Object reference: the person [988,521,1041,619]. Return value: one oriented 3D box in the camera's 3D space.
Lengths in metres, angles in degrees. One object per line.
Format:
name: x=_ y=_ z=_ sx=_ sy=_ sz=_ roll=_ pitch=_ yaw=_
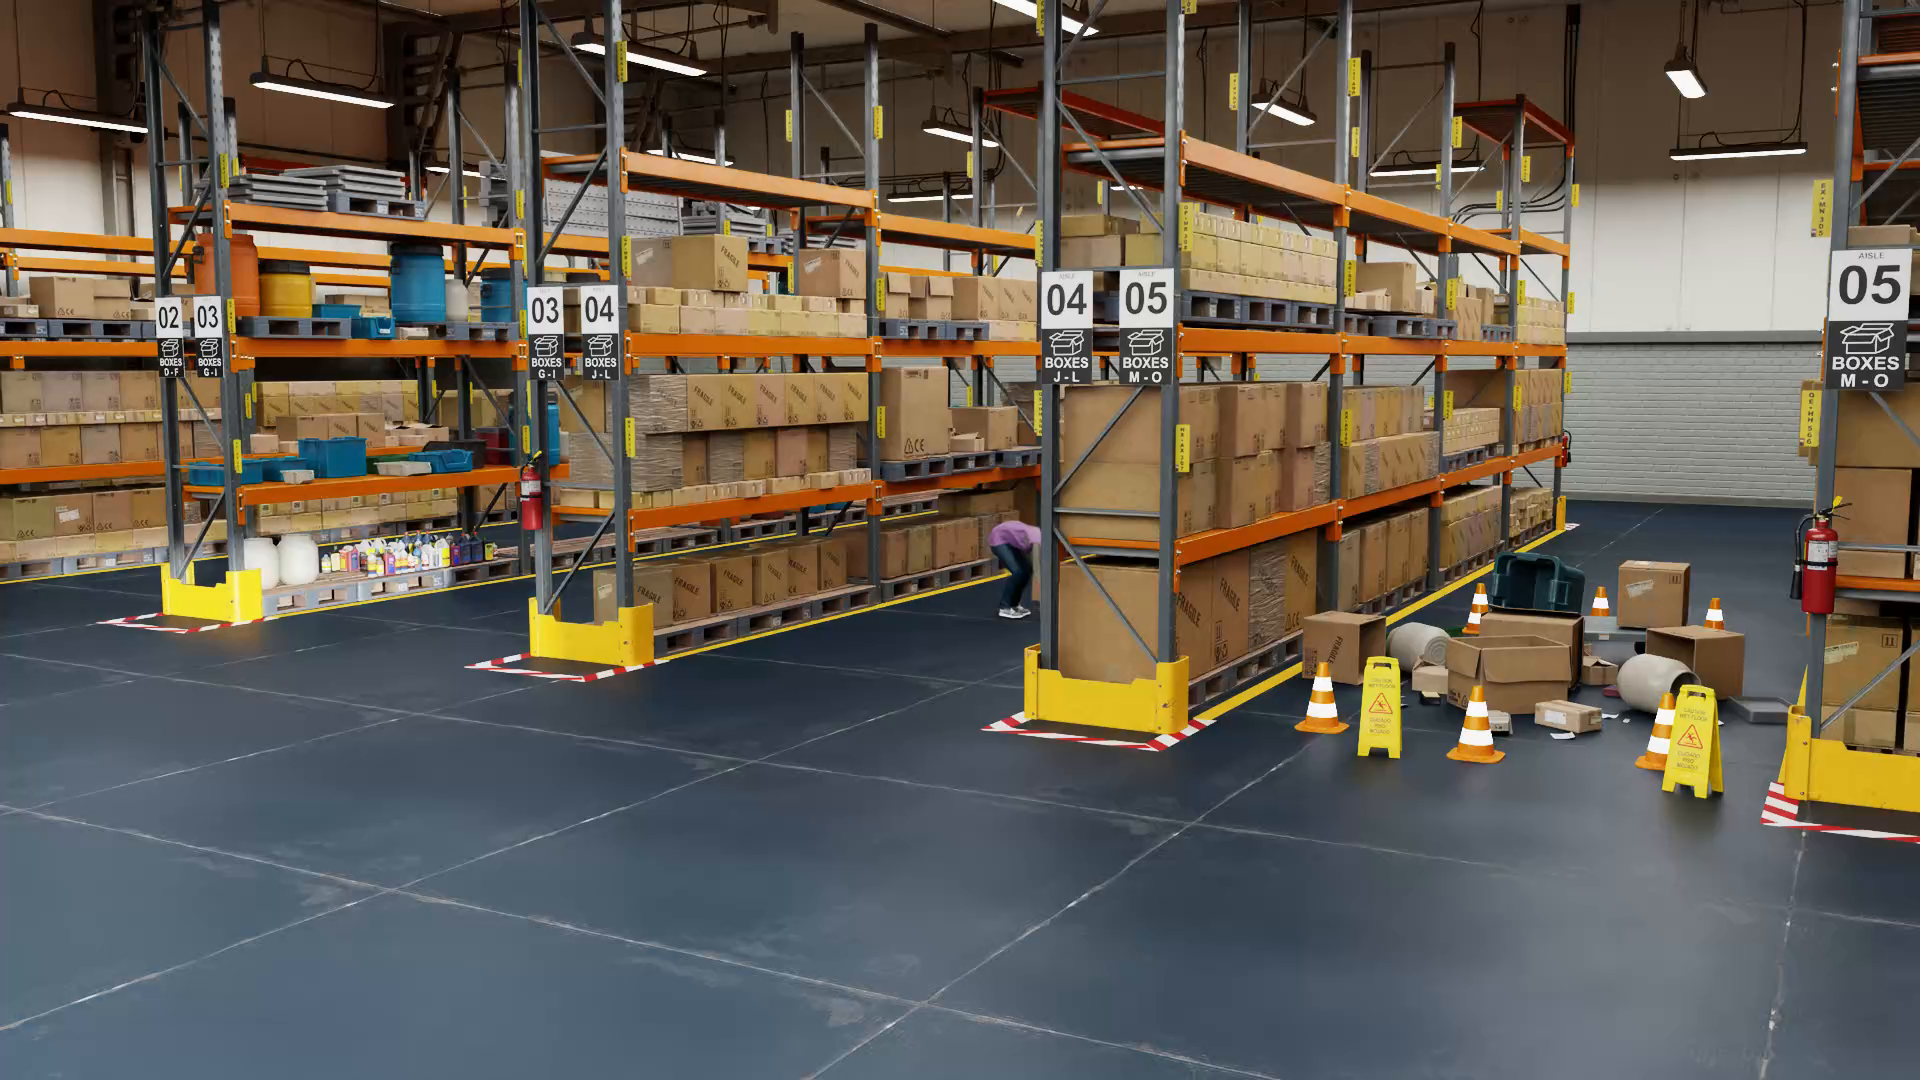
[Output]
person: x=0.696 y=0.301 z=16.701 sx=0.869 sy=0.970 sz=0.402 roll=3 pitch=7 yaw=26
